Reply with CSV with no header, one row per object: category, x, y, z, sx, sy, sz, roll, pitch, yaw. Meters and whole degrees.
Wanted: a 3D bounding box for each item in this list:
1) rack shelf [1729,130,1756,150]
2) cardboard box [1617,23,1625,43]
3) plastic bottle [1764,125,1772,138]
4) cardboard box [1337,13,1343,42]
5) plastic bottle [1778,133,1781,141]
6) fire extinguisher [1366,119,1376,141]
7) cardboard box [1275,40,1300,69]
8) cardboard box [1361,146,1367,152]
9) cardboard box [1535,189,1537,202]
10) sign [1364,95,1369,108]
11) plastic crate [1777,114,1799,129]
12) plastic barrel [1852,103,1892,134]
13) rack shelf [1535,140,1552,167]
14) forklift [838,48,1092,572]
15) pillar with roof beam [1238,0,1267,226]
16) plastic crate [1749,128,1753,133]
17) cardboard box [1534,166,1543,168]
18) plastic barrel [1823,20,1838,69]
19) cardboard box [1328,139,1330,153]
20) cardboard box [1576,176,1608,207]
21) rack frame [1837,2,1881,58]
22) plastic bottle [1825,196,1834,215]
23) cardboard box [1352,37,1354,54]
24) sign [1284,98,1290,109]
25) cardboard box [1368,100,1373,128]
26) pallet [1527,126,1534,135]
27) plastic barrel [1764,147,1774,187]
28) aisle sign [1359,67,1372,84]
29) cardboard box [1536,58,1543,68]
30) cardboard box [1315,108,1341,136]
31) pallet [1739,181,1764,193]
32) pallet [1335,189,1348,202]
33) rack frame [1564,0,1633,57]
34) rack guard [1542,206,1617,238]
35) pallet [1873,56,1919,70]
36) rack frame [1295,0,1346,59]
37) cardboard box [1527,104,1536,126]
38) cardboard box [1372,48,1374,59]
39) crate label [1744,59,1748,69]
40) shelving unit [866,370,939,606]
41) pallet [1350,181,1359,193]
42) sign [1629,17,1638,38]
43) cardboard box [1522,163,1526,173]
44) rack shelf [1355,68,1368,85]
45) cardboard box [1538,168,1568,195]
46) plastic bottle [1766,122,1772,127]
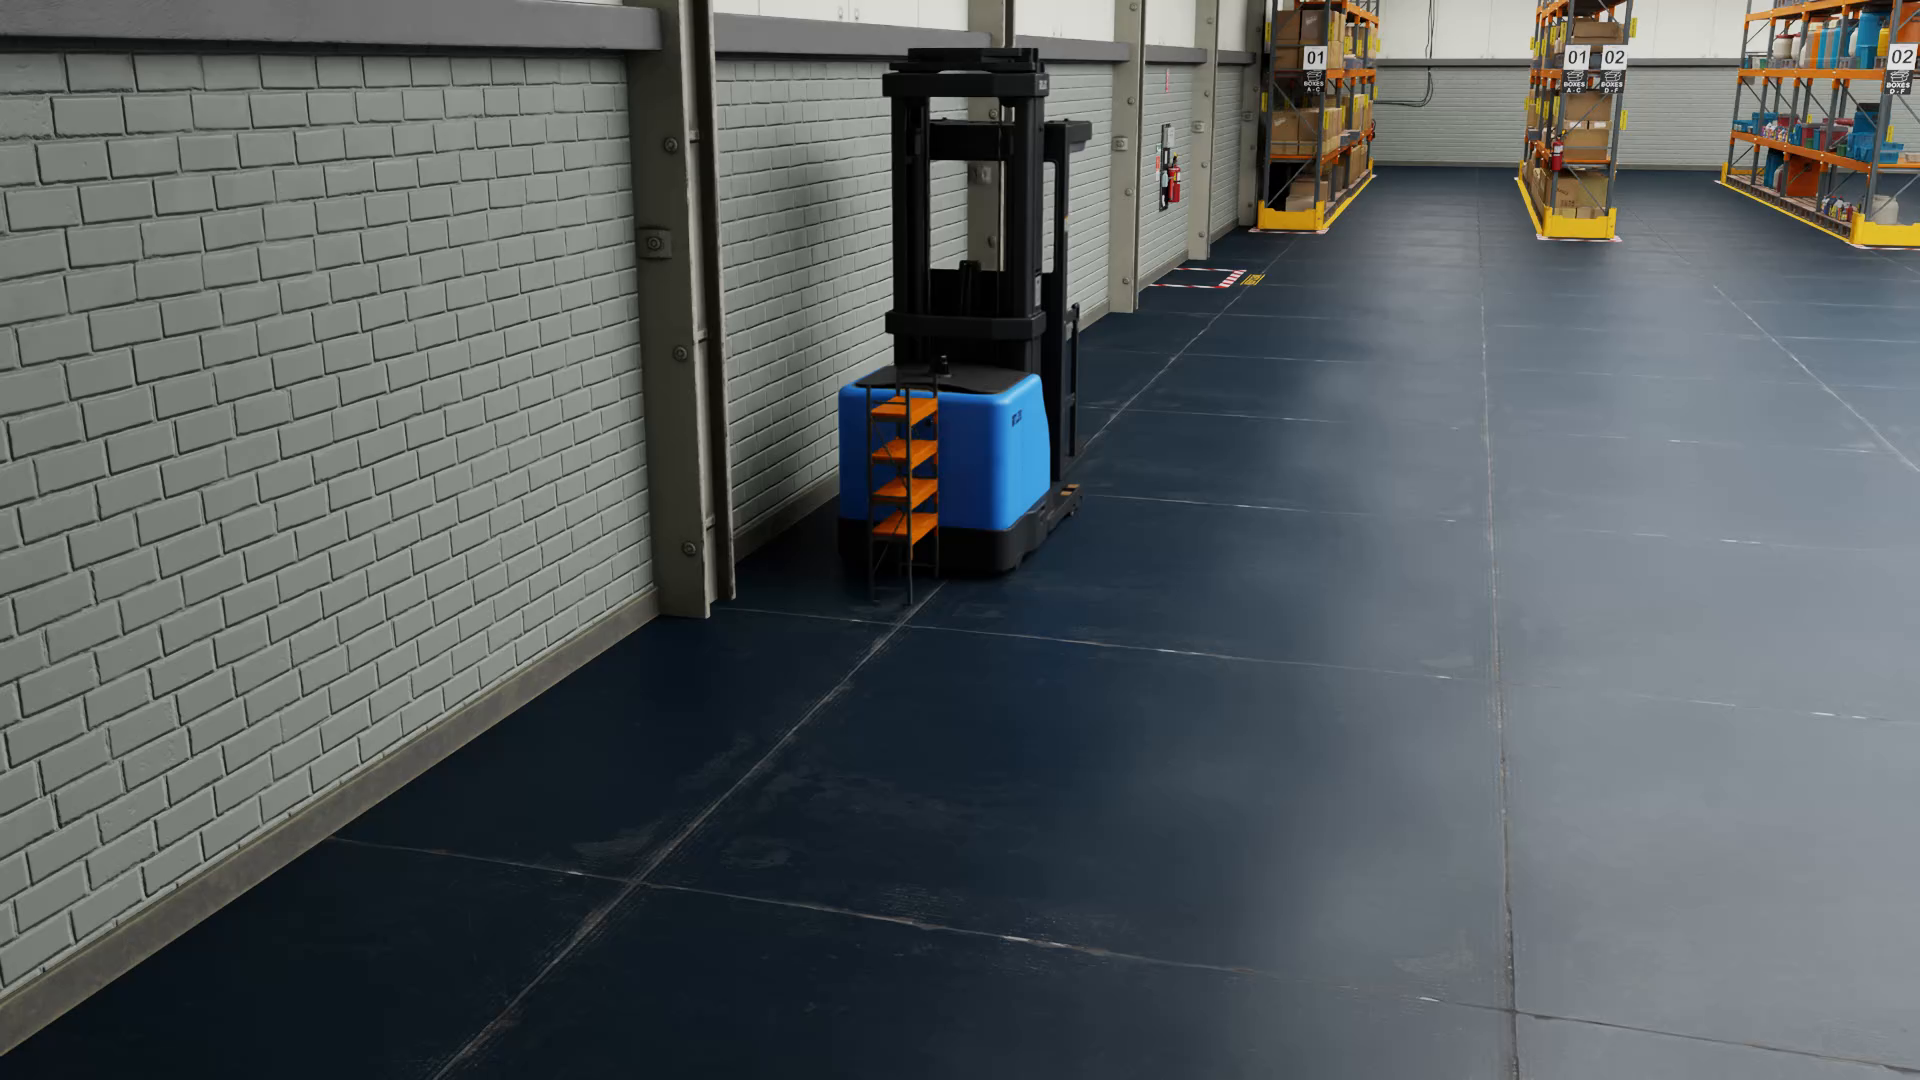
rack shelf,19.484,-9.665,40.226,1.077,0.370,4.000,5,16,16
cardboard box,11.492,-8.907,29.530,0.500,0.500,0.500,5,16,16
plastic bottle,18.315,-9.241,37.640,0.152,0.276,0.135,5,16,16
cardboard box,6.977,-9.711,31.521,0.500,0.500,0.500,4,16,14
plastic bottle,17.767,-8.727,35.963,0.097,0.201,0.097,0,16,0
fire extinguisher,11.039,-11.090,44.756,0.296,0.674,0.183,5,16,16
cardboard box,5.883,-8.746,29.951,0.500,0.500,0.500,6,17,20
cardboard box,10.517,-10.309,43.799,0.380,0.149,0.250,5,17,17
cardboard box,11.880,-6.922,33.507,0.500,0.250,0.500,4,16,15
sign,9.940,-10.736,40.705,0.100,0.325,0.005,5,16,16
plastic crate,19.410,-9.762,39.021,0.402,0.464,0.583,5,16,16
plastic barrel,17.043,-7.714,31.109,0.600,0.901,0.708,5,16,16
rack shelf,12.463,-7.957,34.205,1.077,0.370,4.000,5,16,16
forklift,0.196,-1.590,10.565,1.130,2.935,3.031,5,16,16
pillar with roof beam,9.504,-9.919,28.810,9.100,9.000,0.400,5,16,16
plastic crate,18.976,-9.698,39.418,0.437,0.125,0.590,5,16,16
cardboard box,13.072,-8.099,37.159,0.500,0.500,0.500,5,17,18
plastic barrel,16.765,-9.400,31.558,0.600,0.901,0.600,0,16,0
cardboard box,6.584,-7.294,30.787,0.500,0.250,0.500,4,16,14
cardboard box,11.264,-6.228,29.683,0.500,0.500,0.500,5,16,16
rack frame,16.642,-10.281,30.085,1.000,3.000,0.127,5,16,16
plastic bottle,16.015,-6.153,30.574,0.144,0.351,0.185,5,17,17
cardboard box,8.966,-11.587,39.196,0.700,0.500,0.500,4,16,15
sign,6.611,-8.762,33.603,0.100,0.325,0.005,5,16,16
cardboard box,10.419,-11.313,44.167,0.980,0.700,0.700,5,17,18
pallet,13.836,-9.580,38.960,1.003,0.211,1.213,5,16,16
plastic barrel,18.745,-8.539,38.015,0.600,0.901,0.708,5,16,16
aisle sign,10.862,-12.549,44.311,0.394,0.787,0.004,5,16,16
cardboard box,14.051,-11.392,39.773,0.500,0.250,0.500,5,16,16
cardboard box,7.170,-8.183,32.545,0.500,0.500,0.500,5,16,16
pallet,19.088,-8.342,39.352,1.003,0.211,1.213,5,16,16
pallet,8.057,-7.664,36.962,1.003,0.211,1.213,5,16,16
rack frame,10.758,-9.620,27.754,1.000,3.000,0.127,5,16,16
rack guard,10.751,-5.525,28.891,1.175,0.500,0.348,5,16,16
pallet,15.834,-7.910,27.567,1.003,0.211,1.213,5,16,16
rack frame,7.144,-11.049,32.794,1.000,3.000,0.127,5,16,16
cardboard box,13.819,-10.017,39.194,0.700,0.500,0.500,-1,16,-3
cardboard box,10.310,-12.439,42.512,0.500,0.250,0.500,4,16,14
crate label,19.481,-11.690,40.821,0.408,0.251,0.502,5,16,16
shelving unit,-0.310,-0.292,9.160,0.258,1.200,0.503,5,16,16
pallet,8.925,-8.387,39.511,1.003,0.211,1.213,5,16,16
sign,11.288,-8.591,27.875,0.100,0.325,0.005,5,16,16
cardboard box,14.736,-9.557,42.760,0.500,0.250,0.500,5,16,16
rack shelf,8.849,-10.830,38.836,1.077,0.370,4.000,5,16,16
cardboard box,11.462,-6.923,32.135,0.500,0.500,0.500,5,16,16
plastic bottle,18.494,-9.387,38.016,0.144,0.351,0.185,5,16,16
